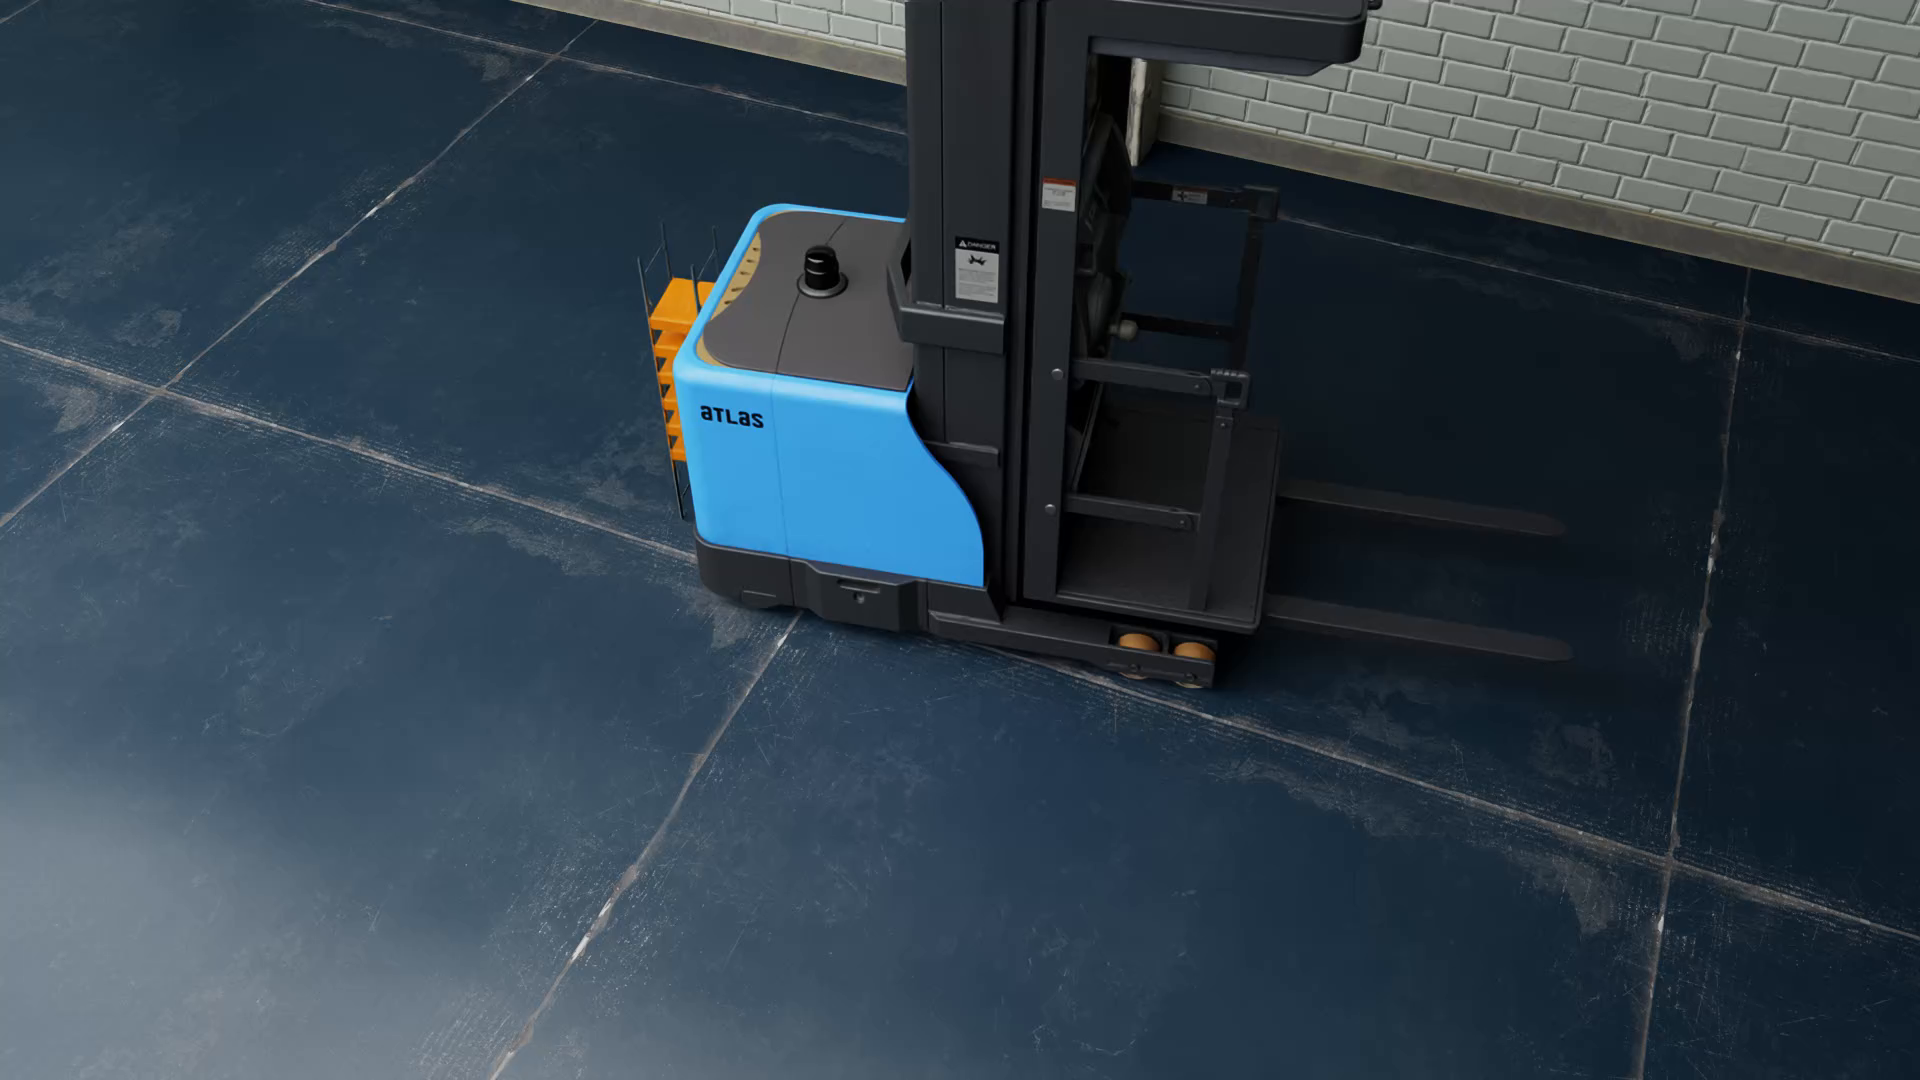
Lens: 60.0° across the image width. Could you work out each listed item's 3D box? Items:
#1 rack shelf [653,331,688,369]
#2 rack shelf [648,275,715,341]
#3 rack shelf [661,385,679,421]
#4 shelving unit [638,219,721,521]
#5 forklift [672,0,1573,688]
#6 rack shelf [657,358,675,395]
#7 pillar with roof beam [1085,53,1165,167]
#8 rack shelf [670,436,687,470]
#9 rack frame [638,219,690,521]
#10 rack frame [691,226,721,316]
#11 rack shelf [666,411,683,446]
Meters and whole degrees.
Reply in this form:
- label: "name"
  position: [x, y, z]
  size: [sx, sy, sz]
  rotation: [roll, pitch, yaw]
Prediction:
- label: "rack shelf"
  position: [-0.944, -0.706, 5.831]
  size: [0.180, 0.103, 0.258]
  rotation: [9, 46, 9]
- label: "rack shelf"
  position: [-0.944, -0.791, 5.747]
  size: [0.180, 0.103, 0.258]
  rotation: [9, 46, 9]
- label: "rack shelf"
  position: [-0.944, -0.535, 6.000]
  size: [0.180, 0.103, 0.258]
  rotation: [9, 46, 9]
- label: "shelving unit"
  position: [-0.944, -0.567, 5.969]
  size: [0.189, 1.200, 0.258]
  rotation: [9, 46, 9]
- label: "forklift"
  position: [0.632, -0.941, 5.117]
  size: [3.031, 2.935, 1.130]
  rotation: [9, 46, 9]
- label: "rack shelf"
  position: [-0.944, -0.620, 5.916]
  size: [0.180, 0.103, 0.258]
  rotation: [9, 46, 9]
- label: "pillar with roof beam"
  position: [-0.917, -2.351, 2.233]
  size: [0.400, 9.000, 9.100]
  rotation: [16, 47, 16]
- label: "rack shelf"
  position: [-0.944, -0.365, 6.170]
  size: [0.180, 0.103, 0.258]
  rotation: [9, 46, 9]
- label: "rack frame"
  position: [-1.034, -0.581, 5.983]
  size: [0.006, 1.200, 0.240]
  rotation: [9, 46, 9]
- label: "rack frame"
  position: [-0.855, -0.553, 5.955]
  size: [0.006, 1.200, 0.240]
  rotation: [9, 46, 9]
- label: "rack shelf"
  position: [-0.944, -0.450, 6.085]
  size: [0.180, 0.103, 0.258]
  rotation: [9, 46, 9]
